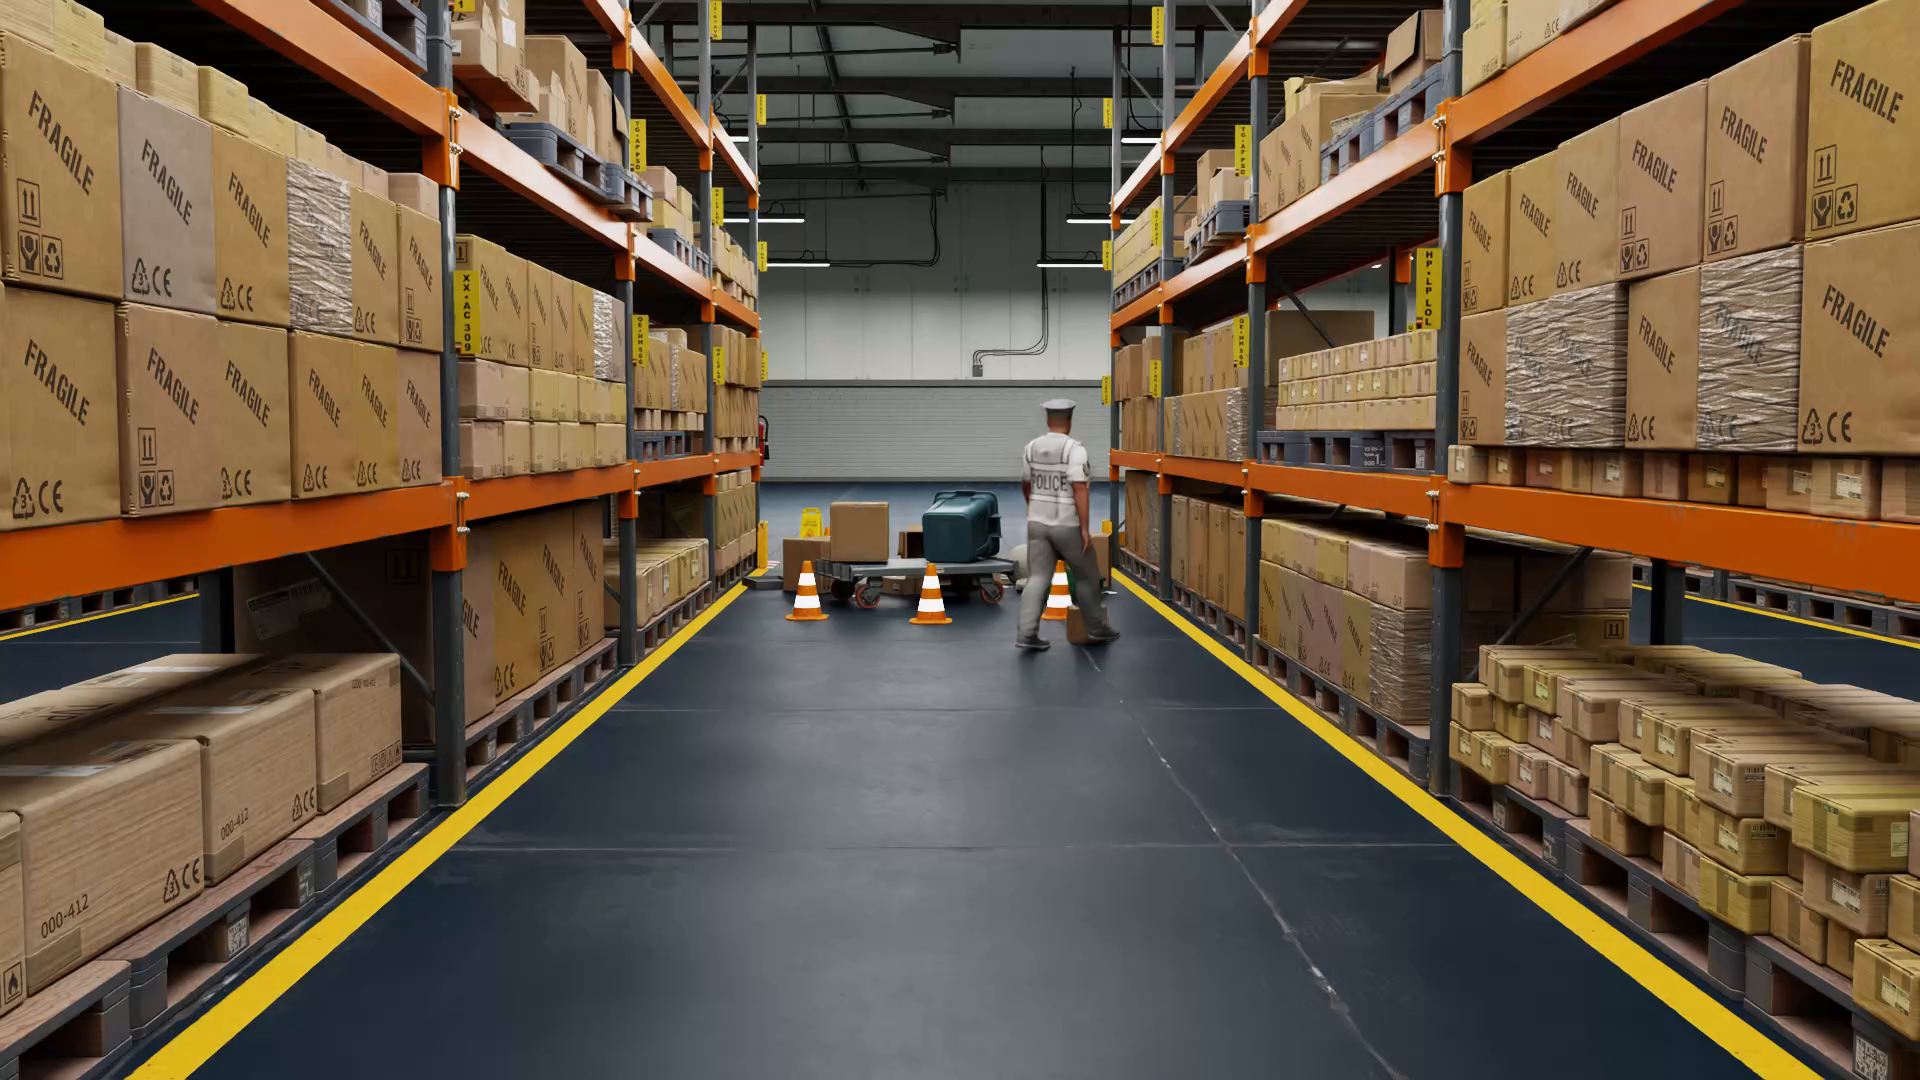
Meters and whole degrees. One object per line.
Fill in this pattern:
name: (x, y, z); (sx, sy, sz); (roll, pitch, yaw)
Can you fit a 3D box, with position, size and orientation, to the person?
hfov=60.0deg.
person: (0.777, -0.120, 11.589); (0.617, 1.726, 0.927); (3, 5, 36)
